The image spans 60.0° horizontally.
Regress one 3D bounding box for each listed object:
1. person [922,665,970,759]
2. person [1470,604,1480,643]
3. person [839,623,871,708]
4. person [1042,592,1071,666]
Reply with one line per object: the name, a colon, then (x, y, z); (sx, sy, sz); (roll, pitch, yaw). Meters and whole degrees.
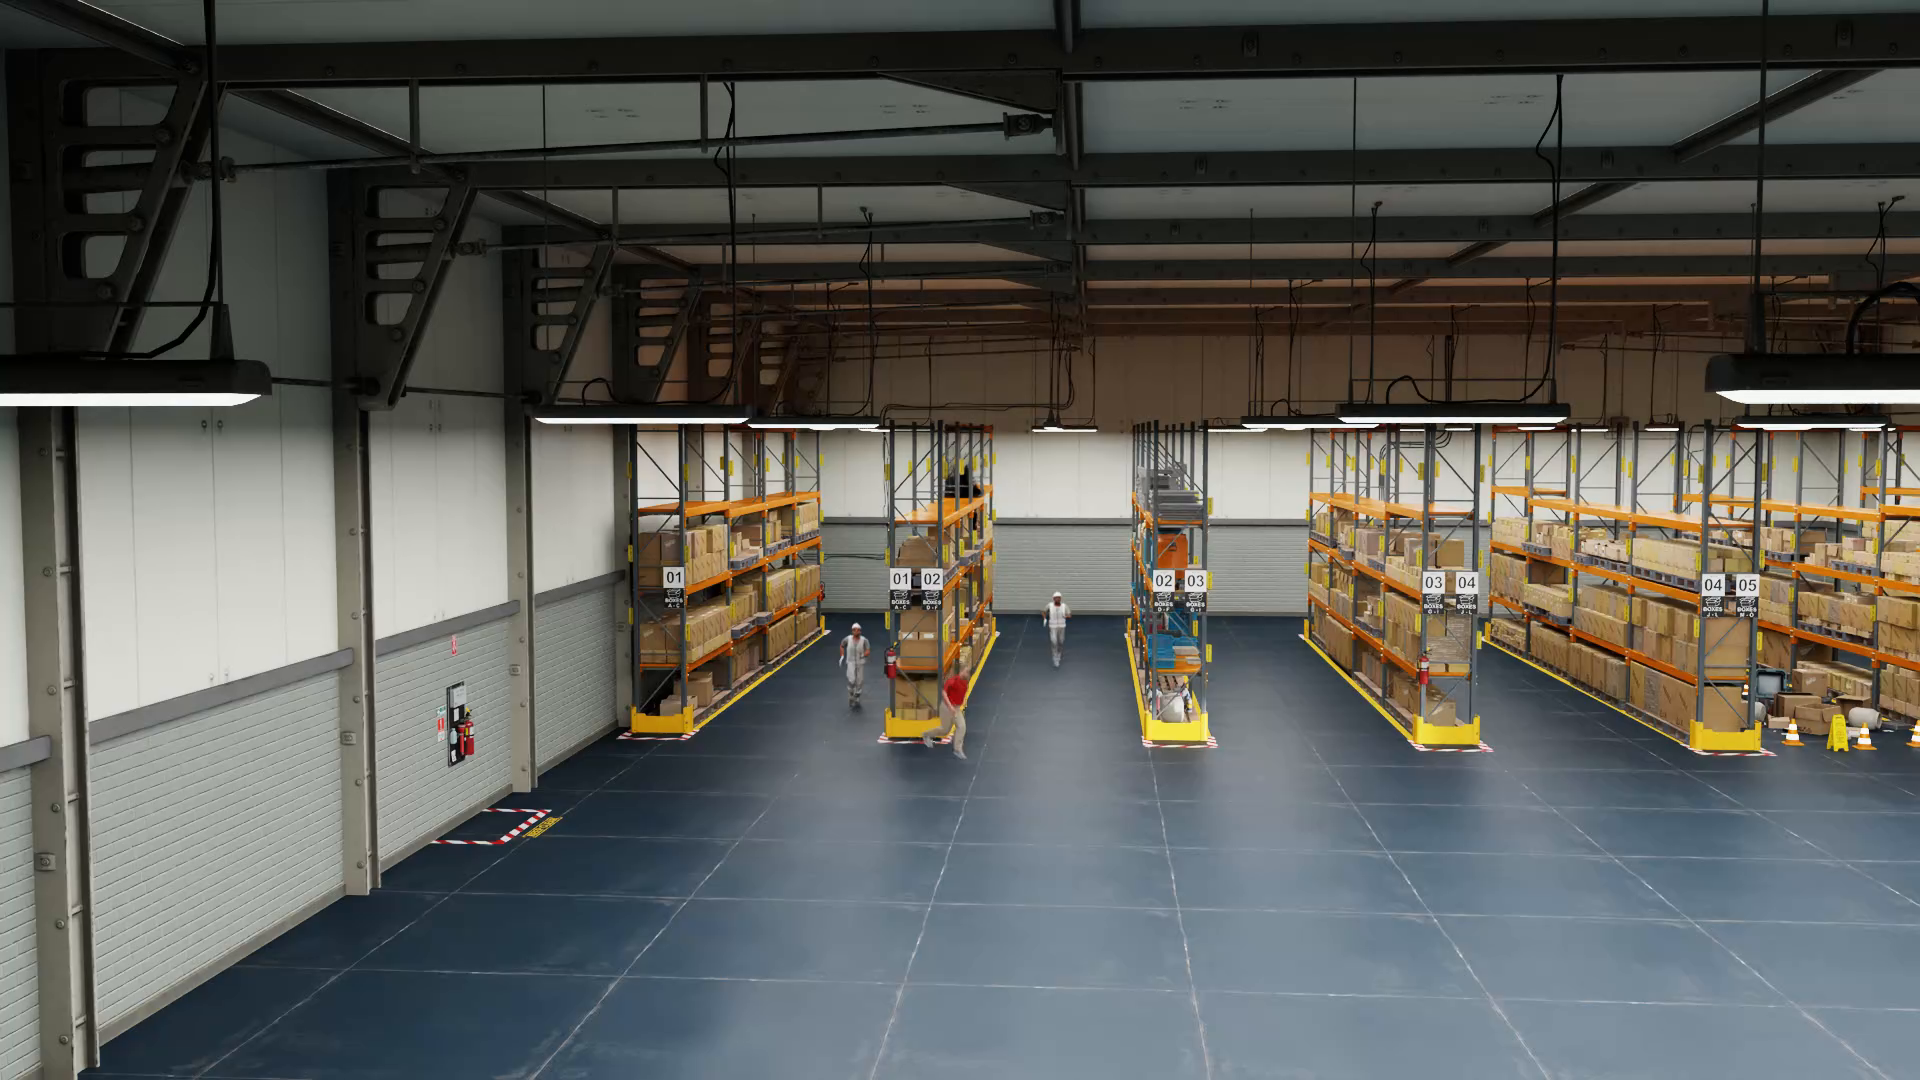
person: (-0.236, 3.045, 29.676); (0.948, 1.703, 0.675); (2, 4, 25)
person: (13.177, 2.107, 43.245); (0.696, 1.733, 0.738); (1, 4, 12)
person: (-2.194, 2.627, 34.820); (0.647, 1.776, 0.786); (0, 4, -8)
person: (2.422, 2.185, 41.345); (0.679, 1.779, 0.985); (0, 4, -7)
